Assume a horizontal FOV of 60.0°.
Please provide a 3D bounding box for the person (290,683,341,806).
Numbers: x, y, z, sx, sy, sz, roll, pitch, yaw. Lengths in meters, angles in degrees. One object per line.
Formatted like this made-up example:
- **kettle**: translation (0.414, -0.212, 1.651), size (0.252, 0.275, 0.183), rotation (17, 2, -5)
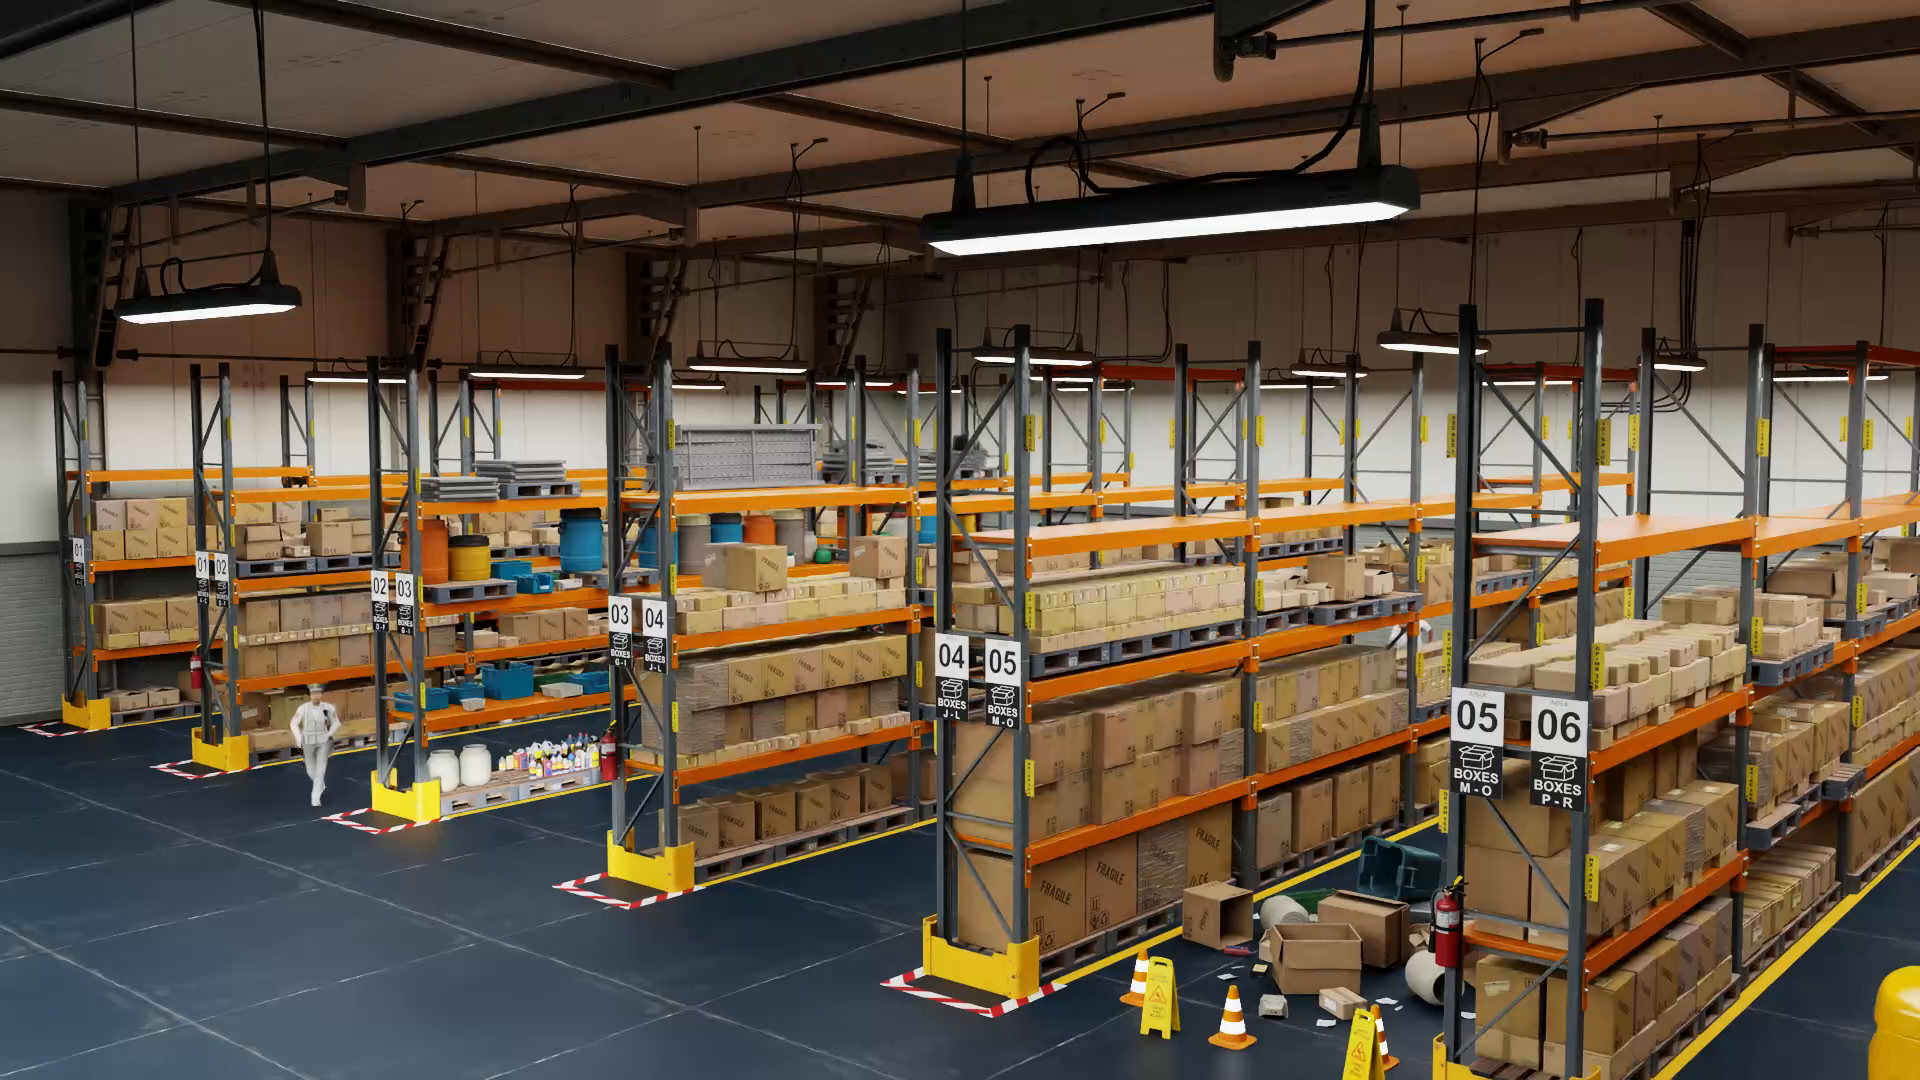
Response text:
- **person**: translation (-8.698, 2.729, 22.460), size (0.635, 1.650, 0.609), rotation (-1, 4, -19)

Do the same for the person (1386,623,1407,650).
- **person**: translation (8.050, 2.195, 30.308), size (0.533, 1.587, 0.928), rotation (0, 4, -4)

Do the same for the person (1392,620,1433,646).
- **person**: translation (8.285, 2.079, 30.621), size (0.677, 1.811, 0.825), rotation (3, 5, 35)
